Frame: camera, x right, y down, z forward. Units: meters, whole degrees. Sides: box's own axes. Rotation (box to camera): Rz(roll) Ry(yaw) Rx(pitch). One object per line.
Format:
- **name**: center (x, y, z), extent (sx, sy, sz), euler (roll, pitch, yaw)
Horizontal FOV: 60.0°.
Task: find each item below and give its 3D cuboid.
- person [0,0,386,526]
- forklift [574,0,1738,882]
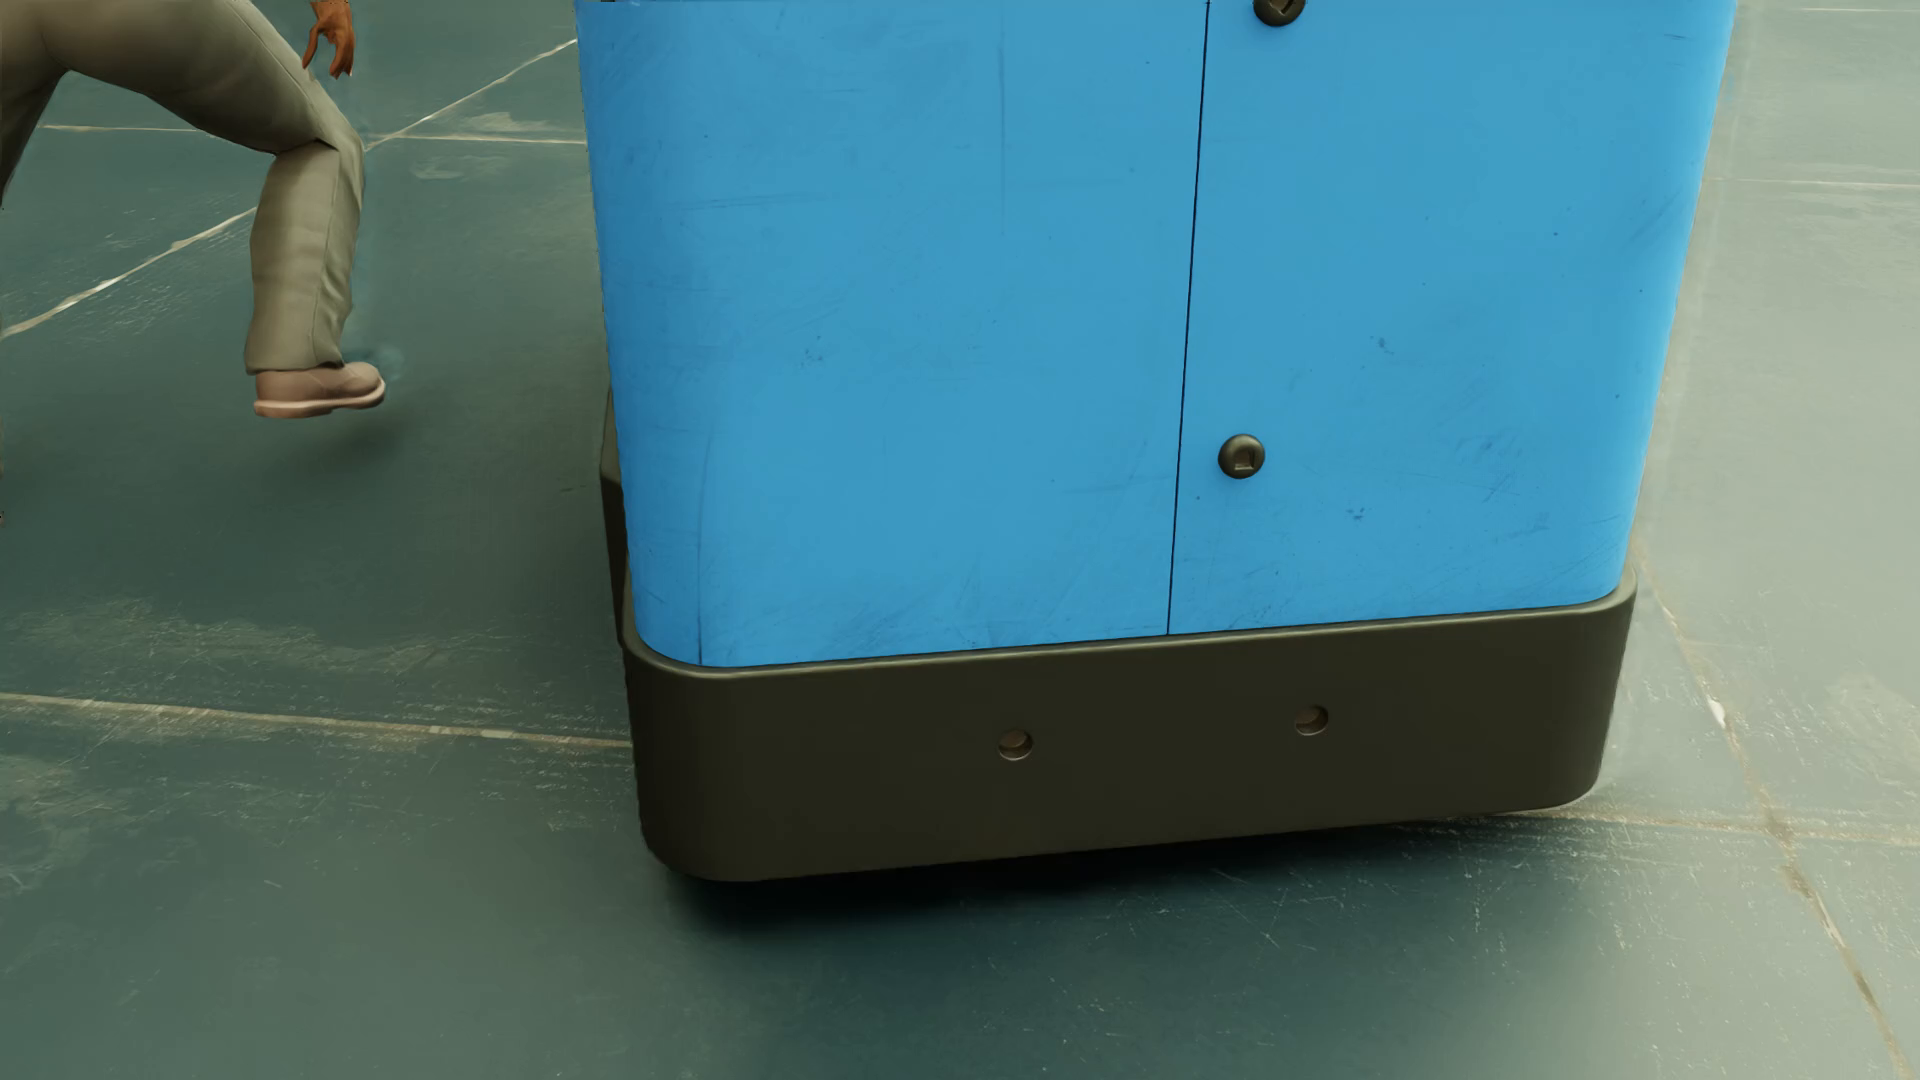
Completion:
- **person**: center (-1.308, -0.794, 2.390), extent (0.851, 1.566, 0.580), euler (-1, 27, -3)
- **forklift**: center (-0.017, -1.602, 2.429), extent (1.130, 2.935, 3.031), euler (-4, 27, -7)
